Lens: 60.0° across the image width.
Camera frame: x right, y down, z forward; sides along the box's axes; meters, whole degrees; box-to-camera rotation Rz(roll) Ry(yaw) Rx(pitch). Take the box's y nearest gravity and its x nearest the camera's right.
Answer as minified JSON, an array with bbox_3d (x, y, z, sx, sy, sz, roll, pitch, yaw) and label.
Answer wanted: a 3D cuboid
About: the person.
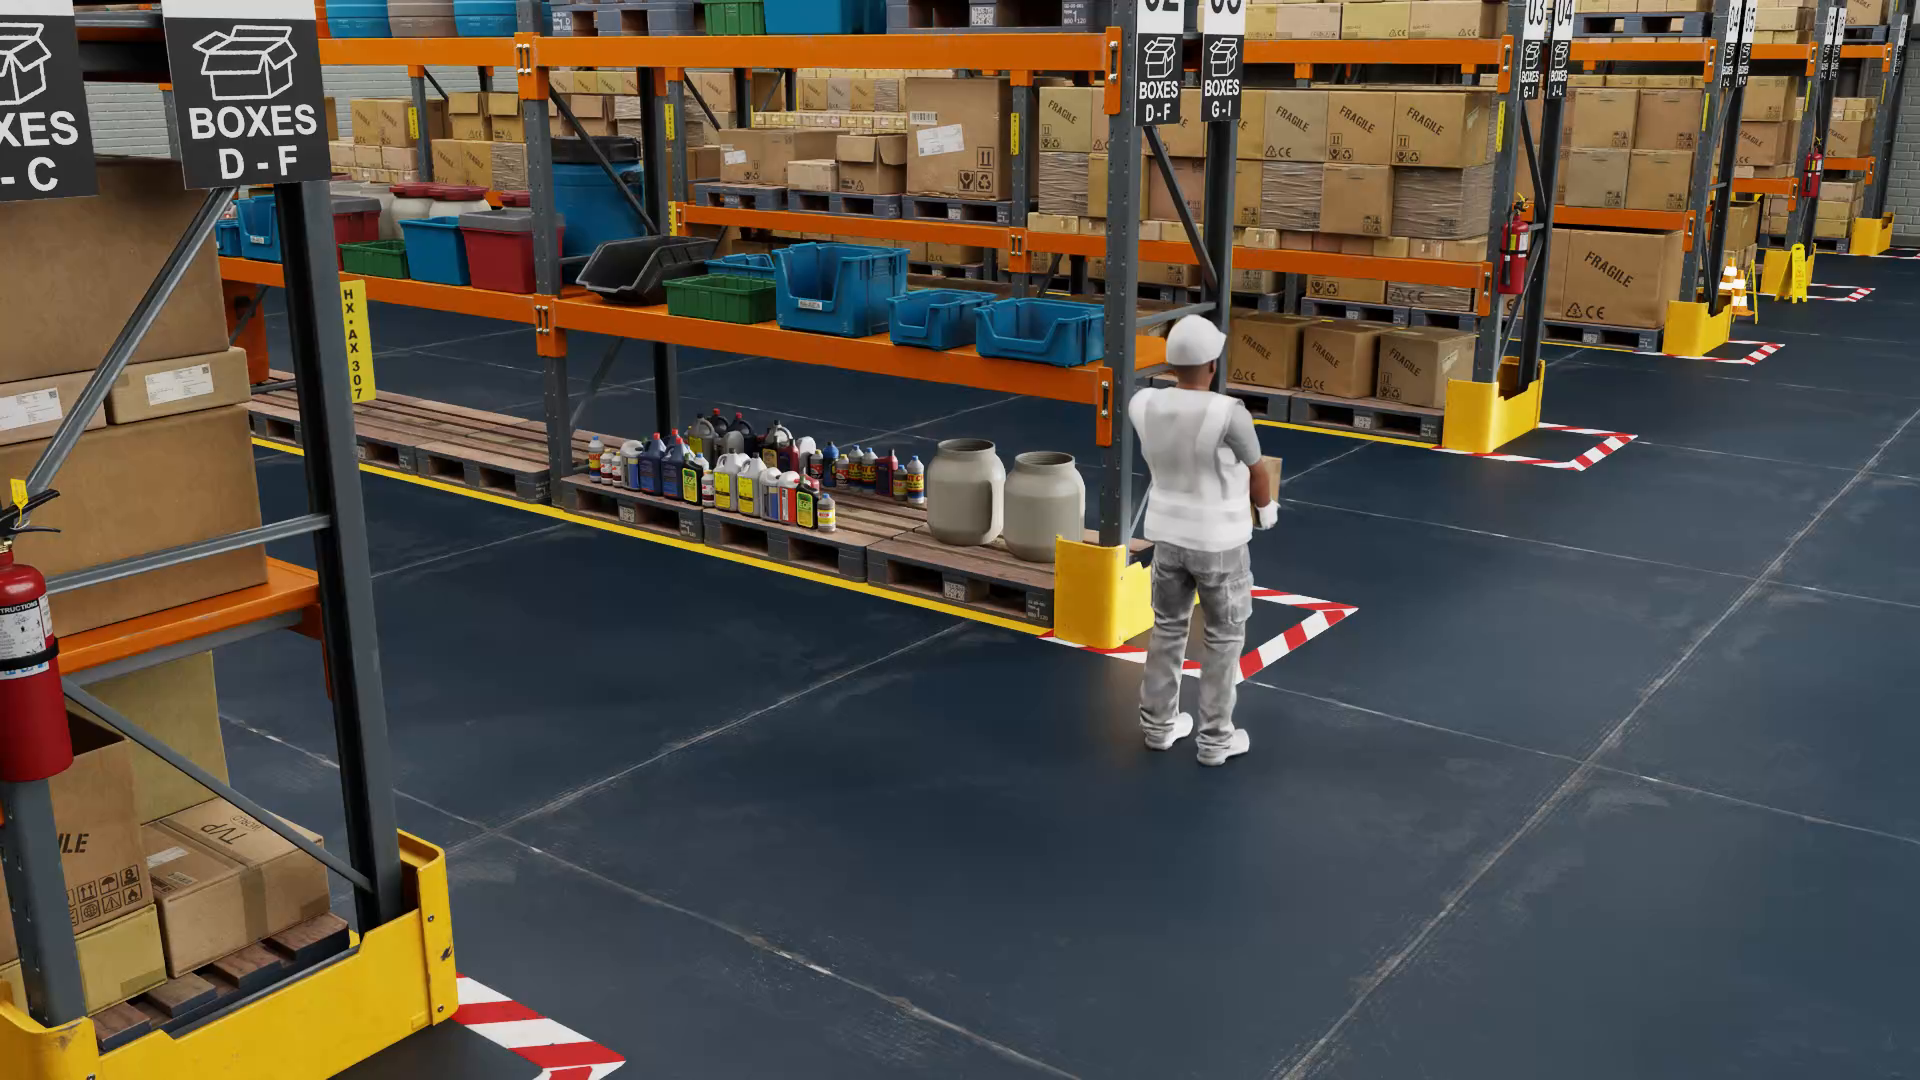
[{"bbox_3d":[0.986,-0.023,6.591,0.487,1.778,0.584,13,21,37],"label":"person"}]
